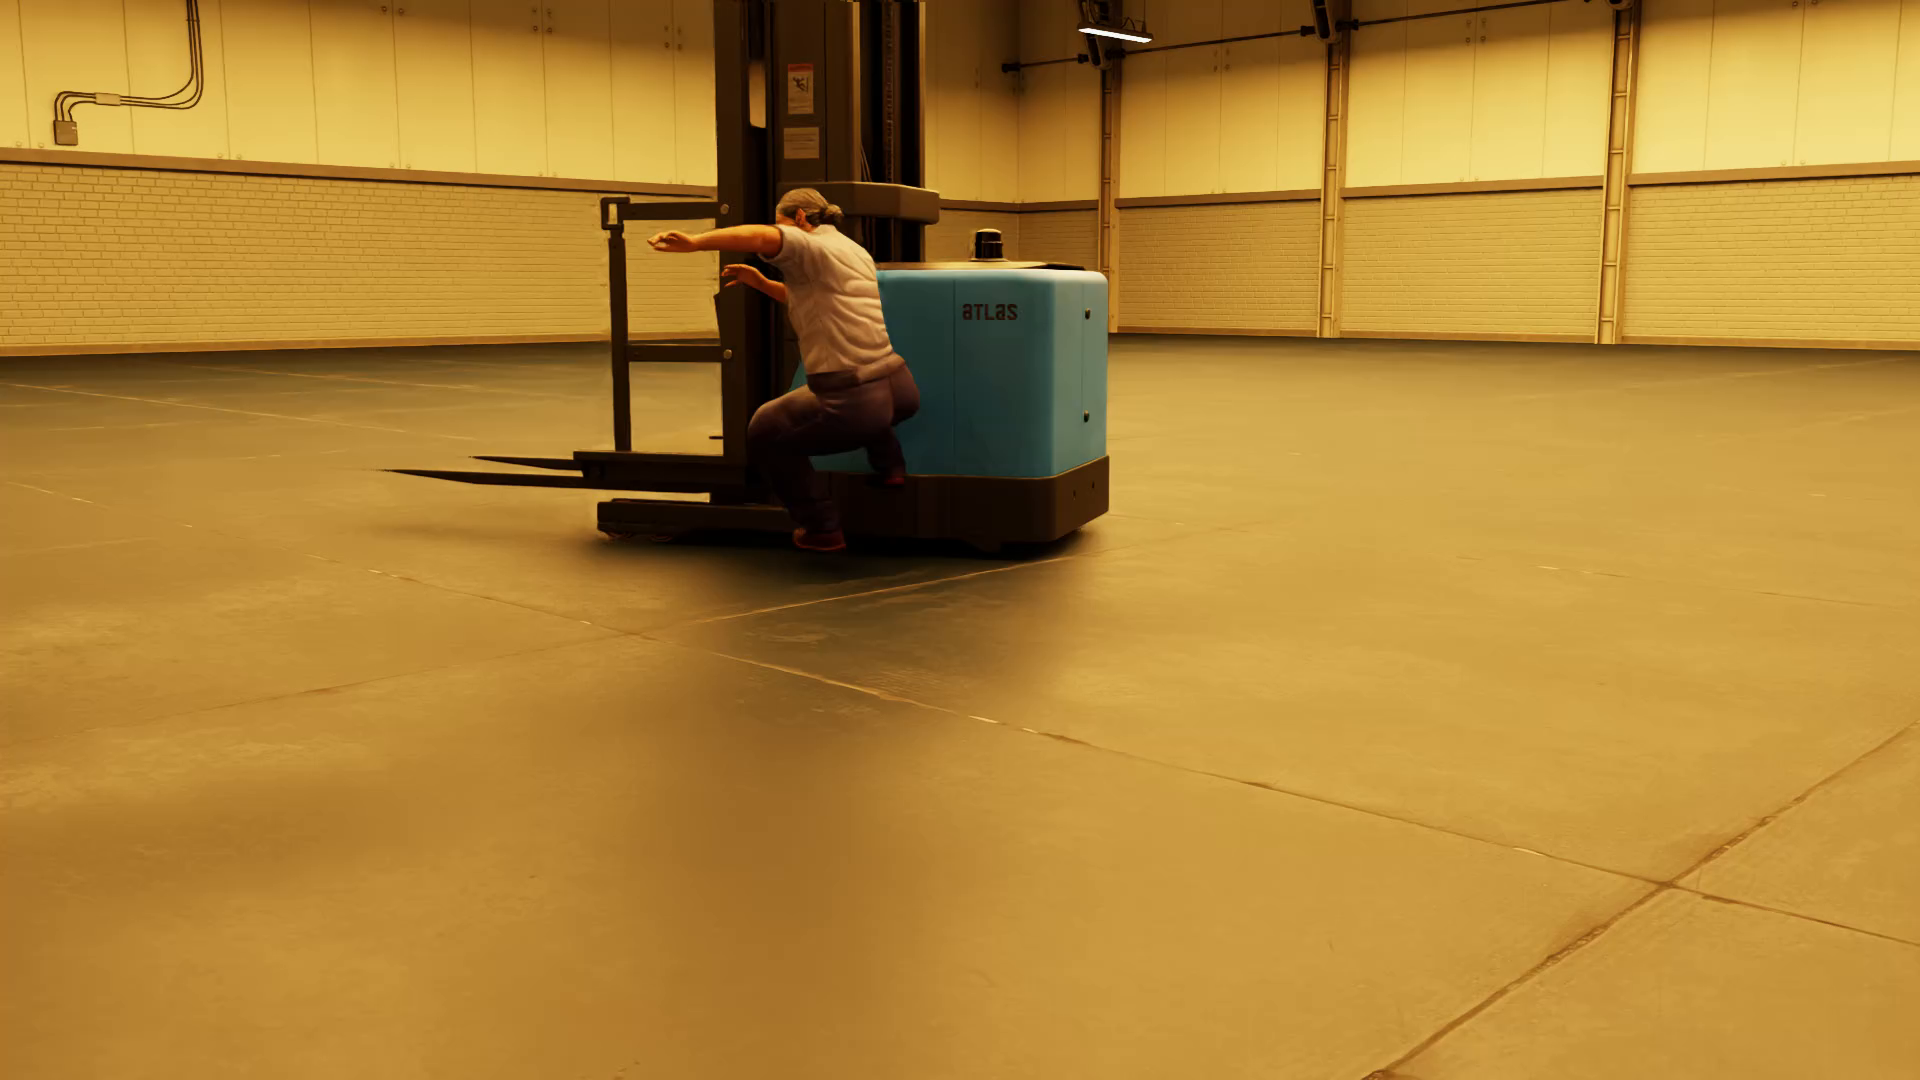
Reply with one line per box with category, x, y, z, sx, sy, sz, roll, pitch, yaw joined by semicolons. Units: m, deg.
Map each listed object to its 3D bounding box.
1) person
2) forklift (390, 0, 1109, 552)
person;-0.560;-0.573;5.742;0.732;1.273;1.498;5;10;32
forklift;-0.945;-1.509;6.895;3.031;2.935;1.130;3;9;18
